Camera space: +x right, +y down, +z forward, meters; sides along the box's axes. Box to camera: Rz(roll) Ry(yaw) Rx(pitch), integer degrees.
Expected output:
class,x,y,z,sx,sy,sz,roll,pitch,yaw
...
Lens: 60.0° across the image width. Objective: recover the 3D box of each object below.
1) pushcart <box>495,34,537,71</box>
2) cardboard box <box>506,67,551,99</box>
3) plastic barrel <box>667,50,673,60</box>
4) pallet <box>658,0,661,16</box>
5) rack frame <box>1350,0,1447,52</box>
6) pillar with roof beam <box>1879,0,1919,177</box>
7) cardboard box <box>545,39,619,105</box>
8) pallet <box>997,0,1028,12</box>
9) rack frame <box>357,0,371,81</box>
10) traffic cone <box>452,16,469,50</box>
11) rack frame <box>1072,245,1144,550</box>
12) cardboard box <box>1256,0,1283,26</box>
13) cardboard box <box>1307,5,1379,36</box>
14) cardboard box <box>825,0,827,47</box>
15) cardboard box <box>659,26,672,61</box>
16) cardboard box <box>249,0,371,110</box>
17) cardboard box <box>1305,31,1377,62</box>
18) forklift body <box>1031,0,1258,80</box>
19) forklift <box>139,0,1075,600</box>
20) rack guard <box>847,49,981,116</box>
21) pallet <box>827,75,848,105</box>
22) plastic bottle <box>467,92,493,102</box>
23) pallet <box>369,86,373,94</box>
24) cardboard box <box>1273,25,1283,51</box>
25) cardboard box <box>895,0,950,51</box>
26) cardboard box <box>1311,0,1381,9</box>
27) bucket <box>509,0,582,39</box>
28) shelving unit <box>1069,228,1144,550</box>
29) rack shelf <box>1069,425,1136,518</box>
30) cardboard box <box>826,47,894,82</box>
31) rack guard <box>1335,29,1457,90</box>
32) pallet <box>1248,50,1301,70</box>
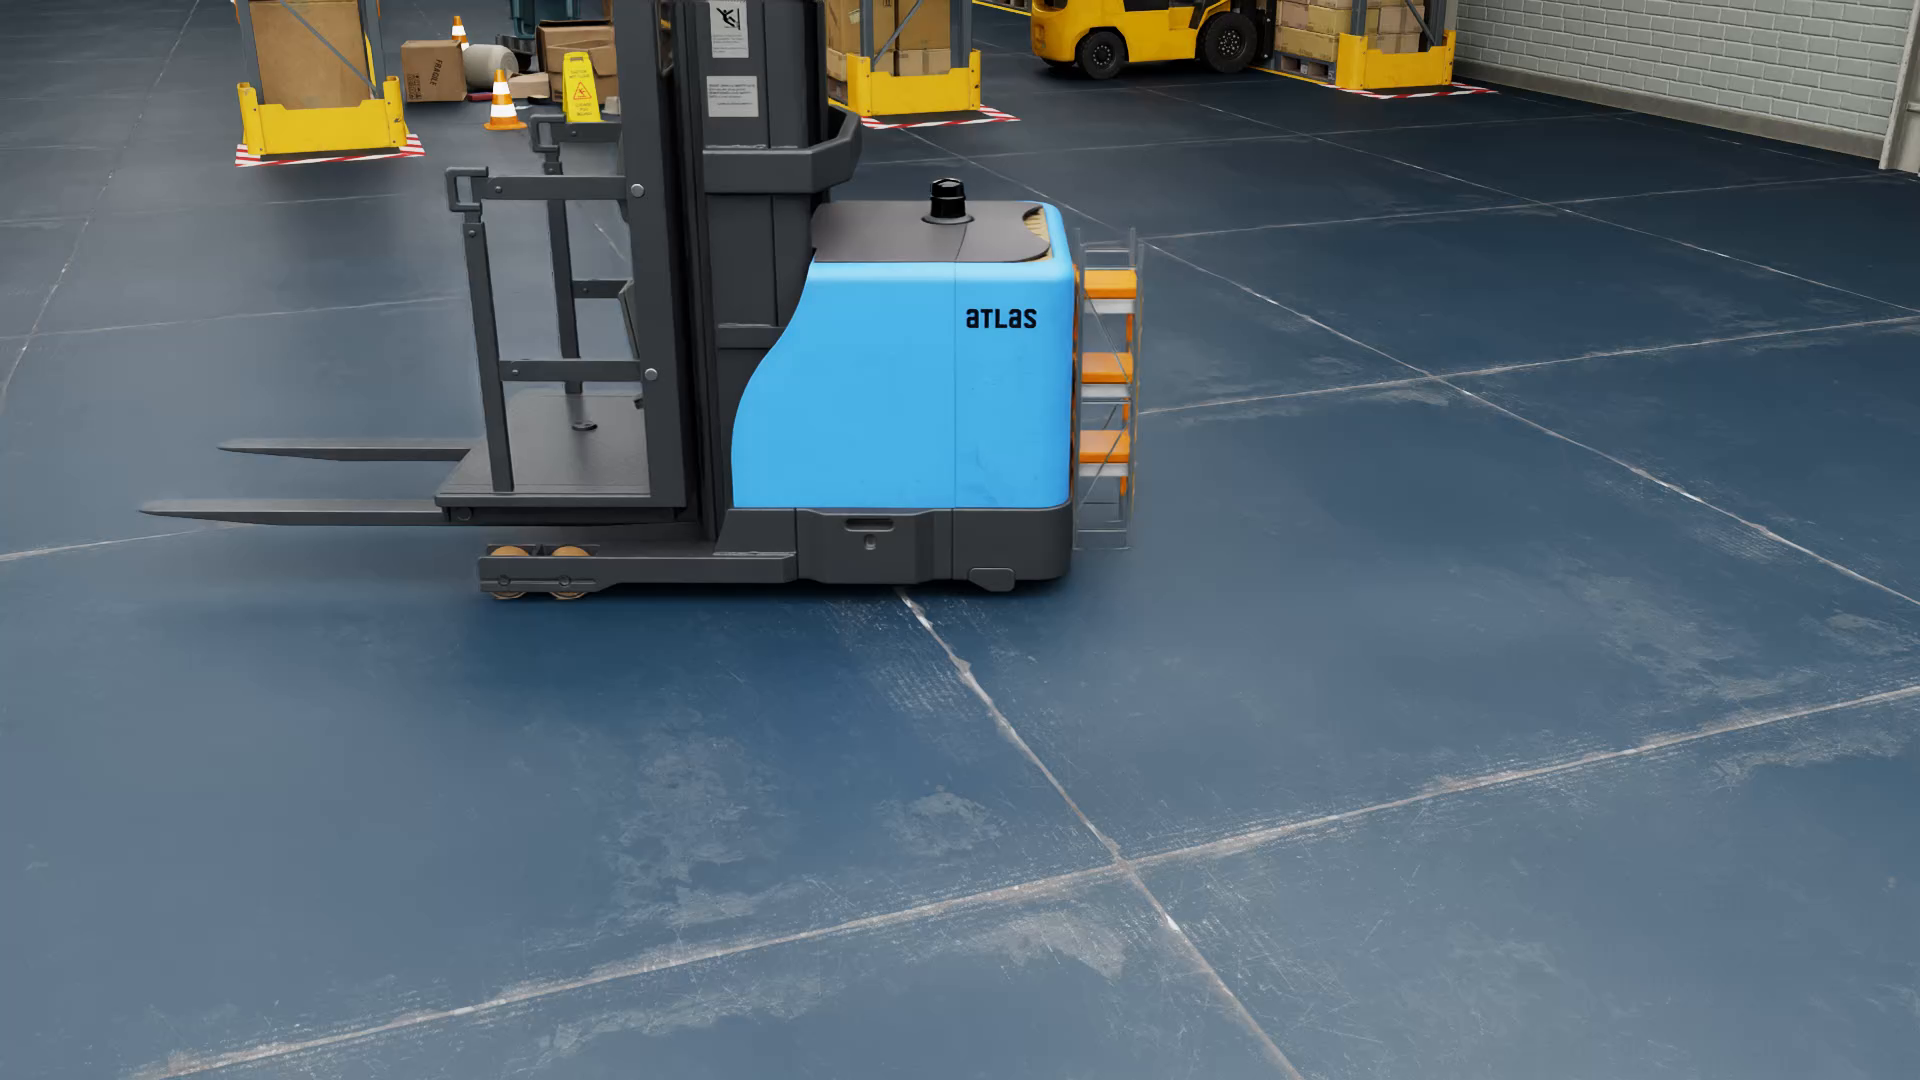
class,x,y,z,sx,sy,sz,roll,pitch,yaw
pushcart,-3.908,-5.109,17.387,1.648,0.377,0.936,-18,29,-37
cardboard box,-4.057,-4.301,15.613,0.396,0.266,0.258,-4,23,-10
plastic barrel,-2.525,-4.551,16.003,0.512,0.421,0.421,8,24,18
pallet,-3.841,-7.557,23.407,1.003,0.211,1.213,-8,24,-19
rack frame,4.263,-5.878,15.833,1.000,3.000,0.127,-8,24,-19
pillar with roof beam,2.952,-6.248,8.988,9.100,9.000,0.400,-8,24,-19
cardboard box,-3.368,-4.336,15.389,0.637,0.503,0.797,12,26,27
pallet,1.209,-7.776,23.928,1.003,0.211,1.213,-8,24,-19
rack frame,-6.387,-5.933,15.964,1.000,3.000,0.127,-8,24,-19
traffic cone,-5.449,-5.458,18.105,0.336,0.463,0.334,-8,24,-19
rack frame,0.481,-0.451,5.467,0.200,1.050,0.008,0,23,0
cardboard box,3.430,-5.537,17.381,0.500,0.250,0.500,-9,24,-20
cardboard box,3.799,-5.169,16.507,0.500,0.250,0.500,-9,24,-20
cardboard box,-1.094,-4.912,15.576,0.500,0.500,0.500,-7,24,-17
cardboard box,-2.687,-4.922,16.781,0.500,0.500,0.500,8,24,18
cardboard box,-5.276,-3.931,13.410,0.875,0.875,0.875,-8,24,-19
cardboard box,3.802,-4.932,16.588,0.500,0.250,0.500,-8,24,-19
forklift body,1.886,-5.925,17.039,2.313,2.155,1.214,-8,24,-19
forklift,-1.155,-1.365,5.216,3.031,2.935,1.130,0,23,0
rack guard,-0.406,-4.071,14.765,1.175,0.500,0.348,-8,24,-19
pallet,-0.660,-4.238,15.533,1.003,0.211,1.213,-8,24,-19
plastic bottle,-4.420,-4.120,15.446,0.283,0.061,0.133,-18,29,-37
pallet,-5.757,-3.917,14.771,1.003,0.211,1.213,-8,24,-19
cardboard box,3.466,-5.297,17.454,0.500,0.250,0.500,-8,24,-18
cardboard box,-0.414,-4.807,15.327,0.500,0.500,0.500,-9,25,-21
cardboard box,3.809,-5.389,16.387,0.500,0.250,0.500,-8,24,-17
bucket,-4.183,-5.392,16.938,0.726,0.611,0.620,0,13,-1
shelving unit,0.480,-0.498,5.580,0.215,1.050,0.252,0,23,0
rack shelf,0.480,-0.232,5.692,0.215,0.259,0.240,0,23,0
cardboard box,-0.925,-4.387,15.297,0.500,0.250,0.500,-8,24,-19
rack guard,4.272,-4.717,16.298,1.175,0.500,0.348,-8,24,-19
pallet,3.527,-5.308,18.071,1.003,0.211,1.213,-8,24,-19
